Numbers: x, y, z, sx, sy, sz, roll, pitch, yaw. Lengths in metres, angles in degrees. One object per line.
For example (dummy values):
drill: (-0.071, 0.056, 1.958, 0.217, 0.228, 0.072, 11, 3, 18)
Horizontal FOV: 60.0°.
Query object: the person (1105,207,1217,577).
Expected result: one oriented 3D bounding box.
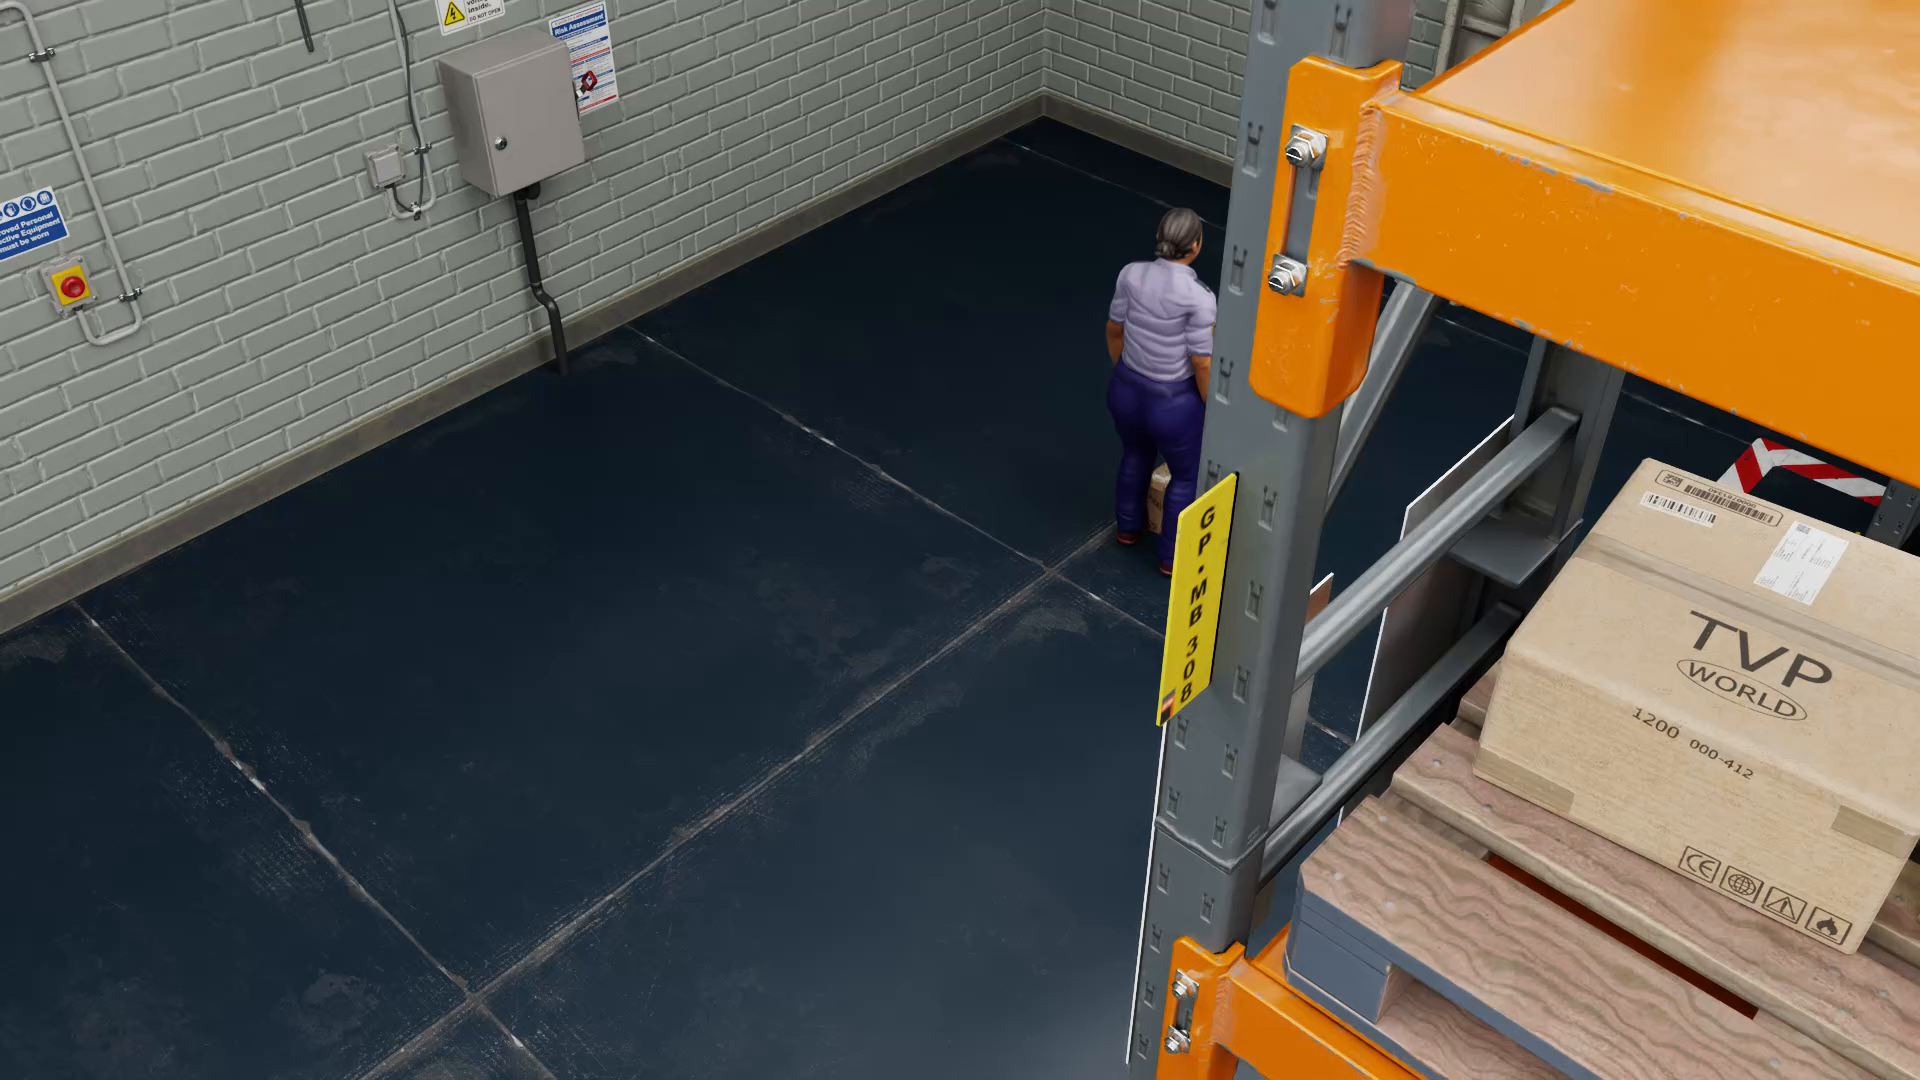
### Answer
person: (0.855, -0.609, 6.897, 0.538, 1.652, 0.422, 29, 47, 30)
